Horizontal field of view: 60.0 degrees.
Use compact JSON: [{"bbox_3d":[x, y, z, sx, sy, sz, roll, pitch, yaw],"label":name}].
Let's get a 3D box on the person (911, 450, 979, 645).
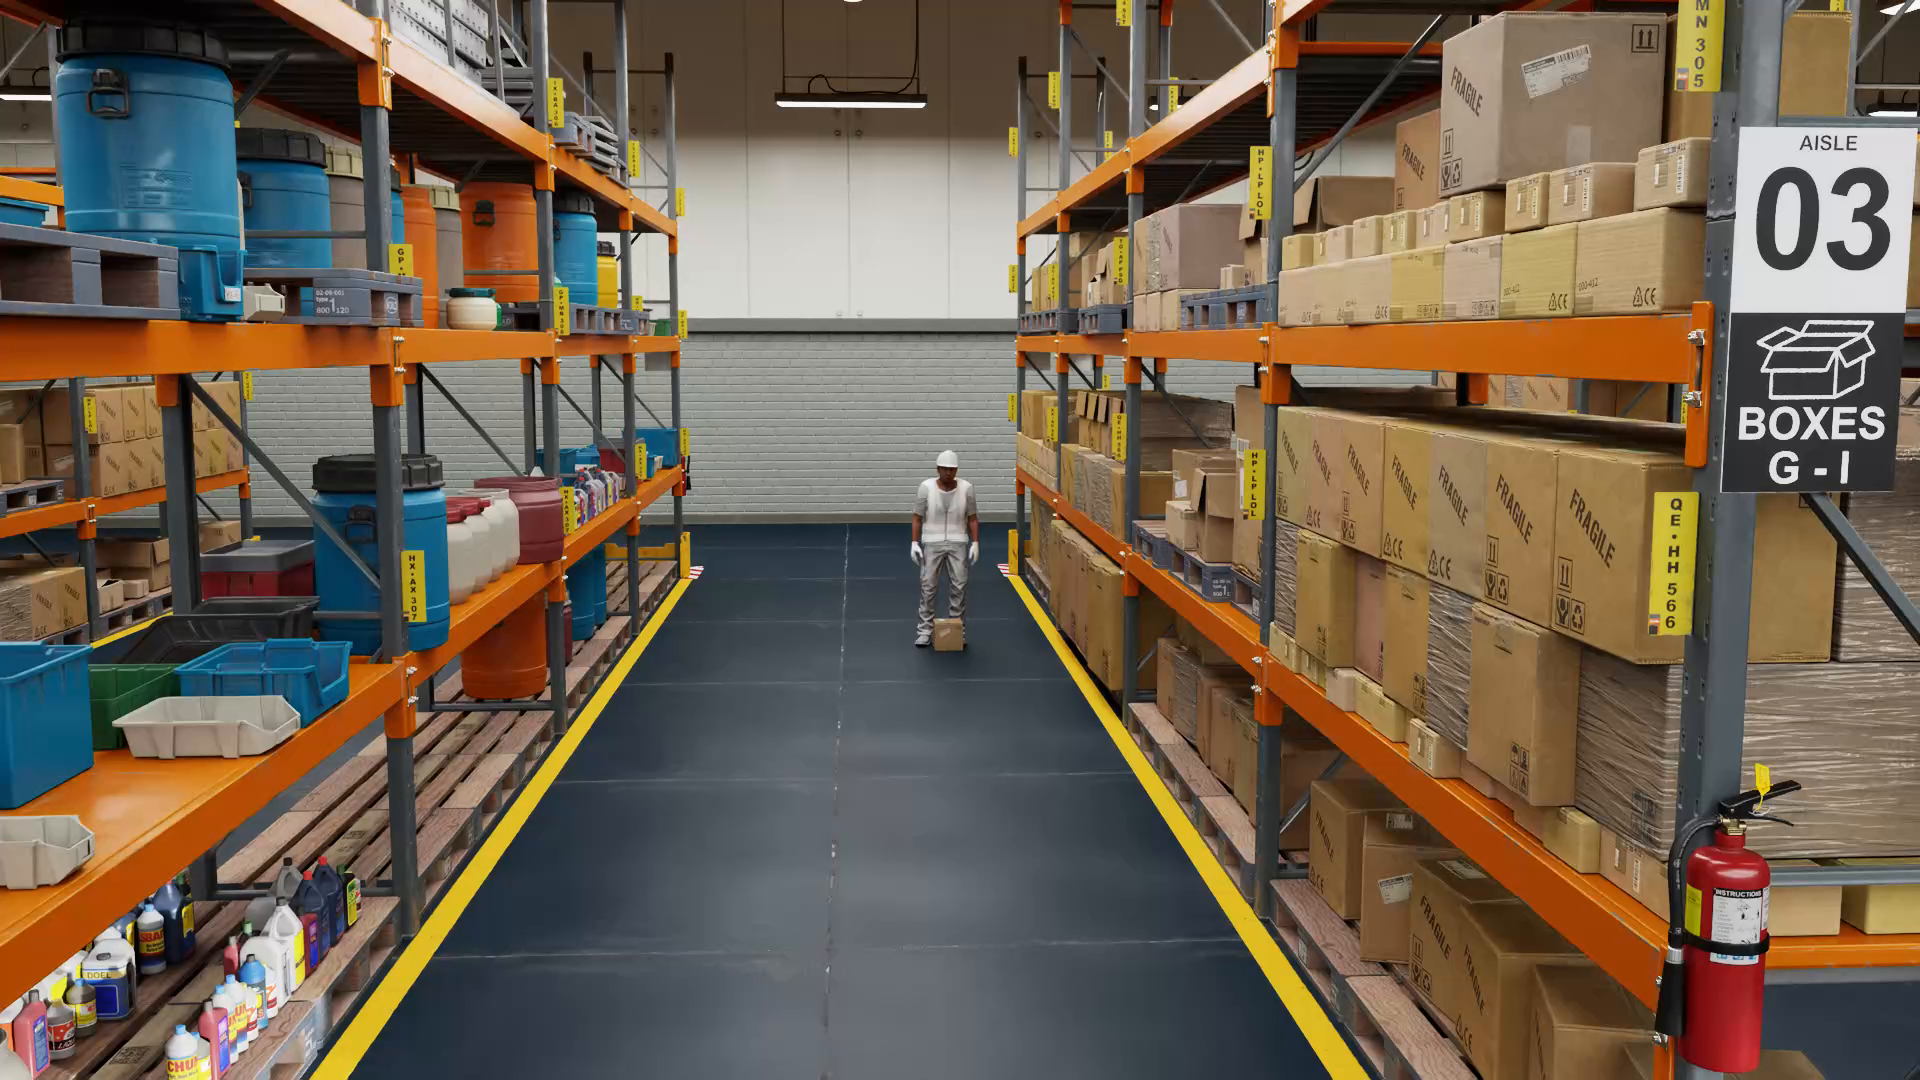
[{"bbox_3d":[-0.136,0.070,15.107,0.624,1.774,0.454,-1,7,-5],"label":"person"}]
